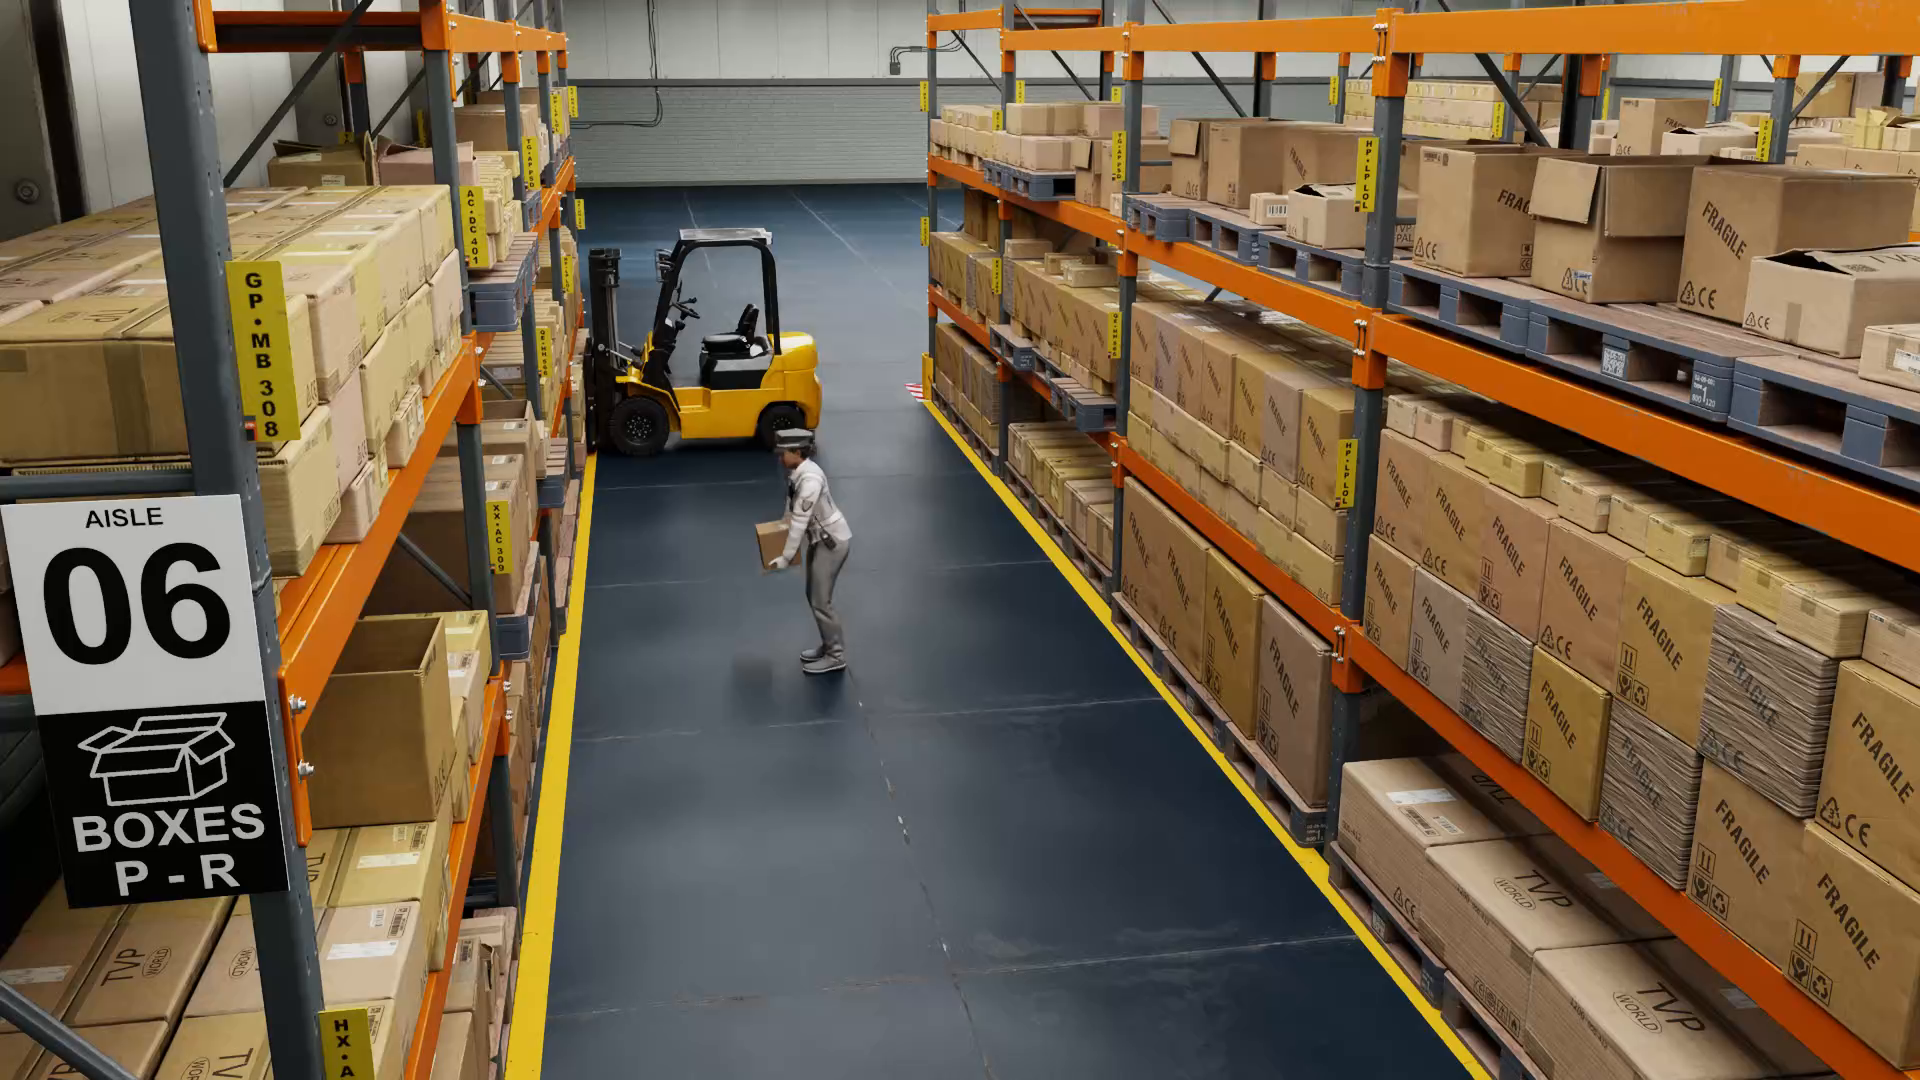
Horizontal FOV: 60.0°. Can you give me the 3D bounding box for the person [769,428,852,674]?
[{"bbox_3d":[-0.987,0.065,10.894,0.559,1.630,0.412,-3,17,-11],"label":"person"}]
